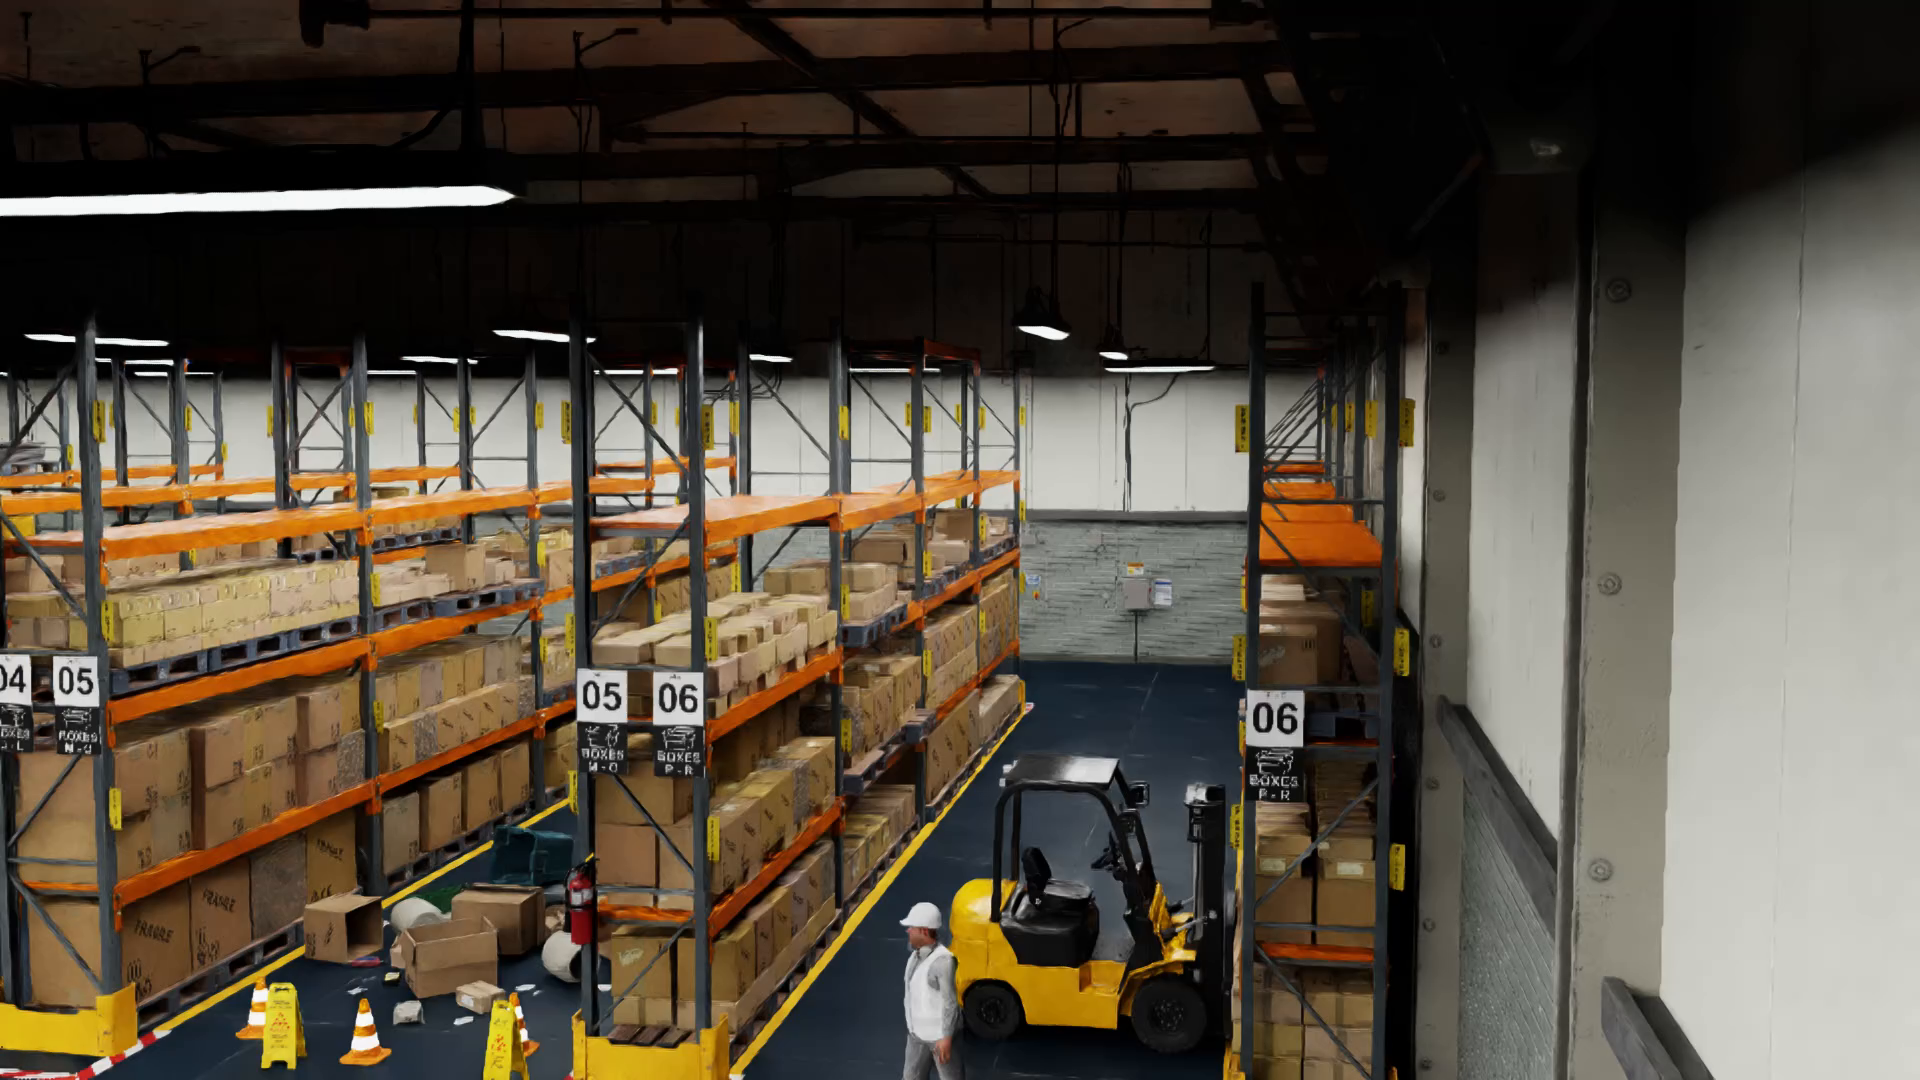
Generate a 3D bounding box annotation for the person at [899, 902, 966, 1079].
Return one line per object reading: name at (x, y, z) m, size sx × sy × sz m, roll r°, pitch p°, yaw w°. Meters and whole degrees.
person at (-0.153, 3.369, 11.483) m, size 0.590 × 1.765 × 0.560 m, roll -3°, pitch 5°, yaw -31°
